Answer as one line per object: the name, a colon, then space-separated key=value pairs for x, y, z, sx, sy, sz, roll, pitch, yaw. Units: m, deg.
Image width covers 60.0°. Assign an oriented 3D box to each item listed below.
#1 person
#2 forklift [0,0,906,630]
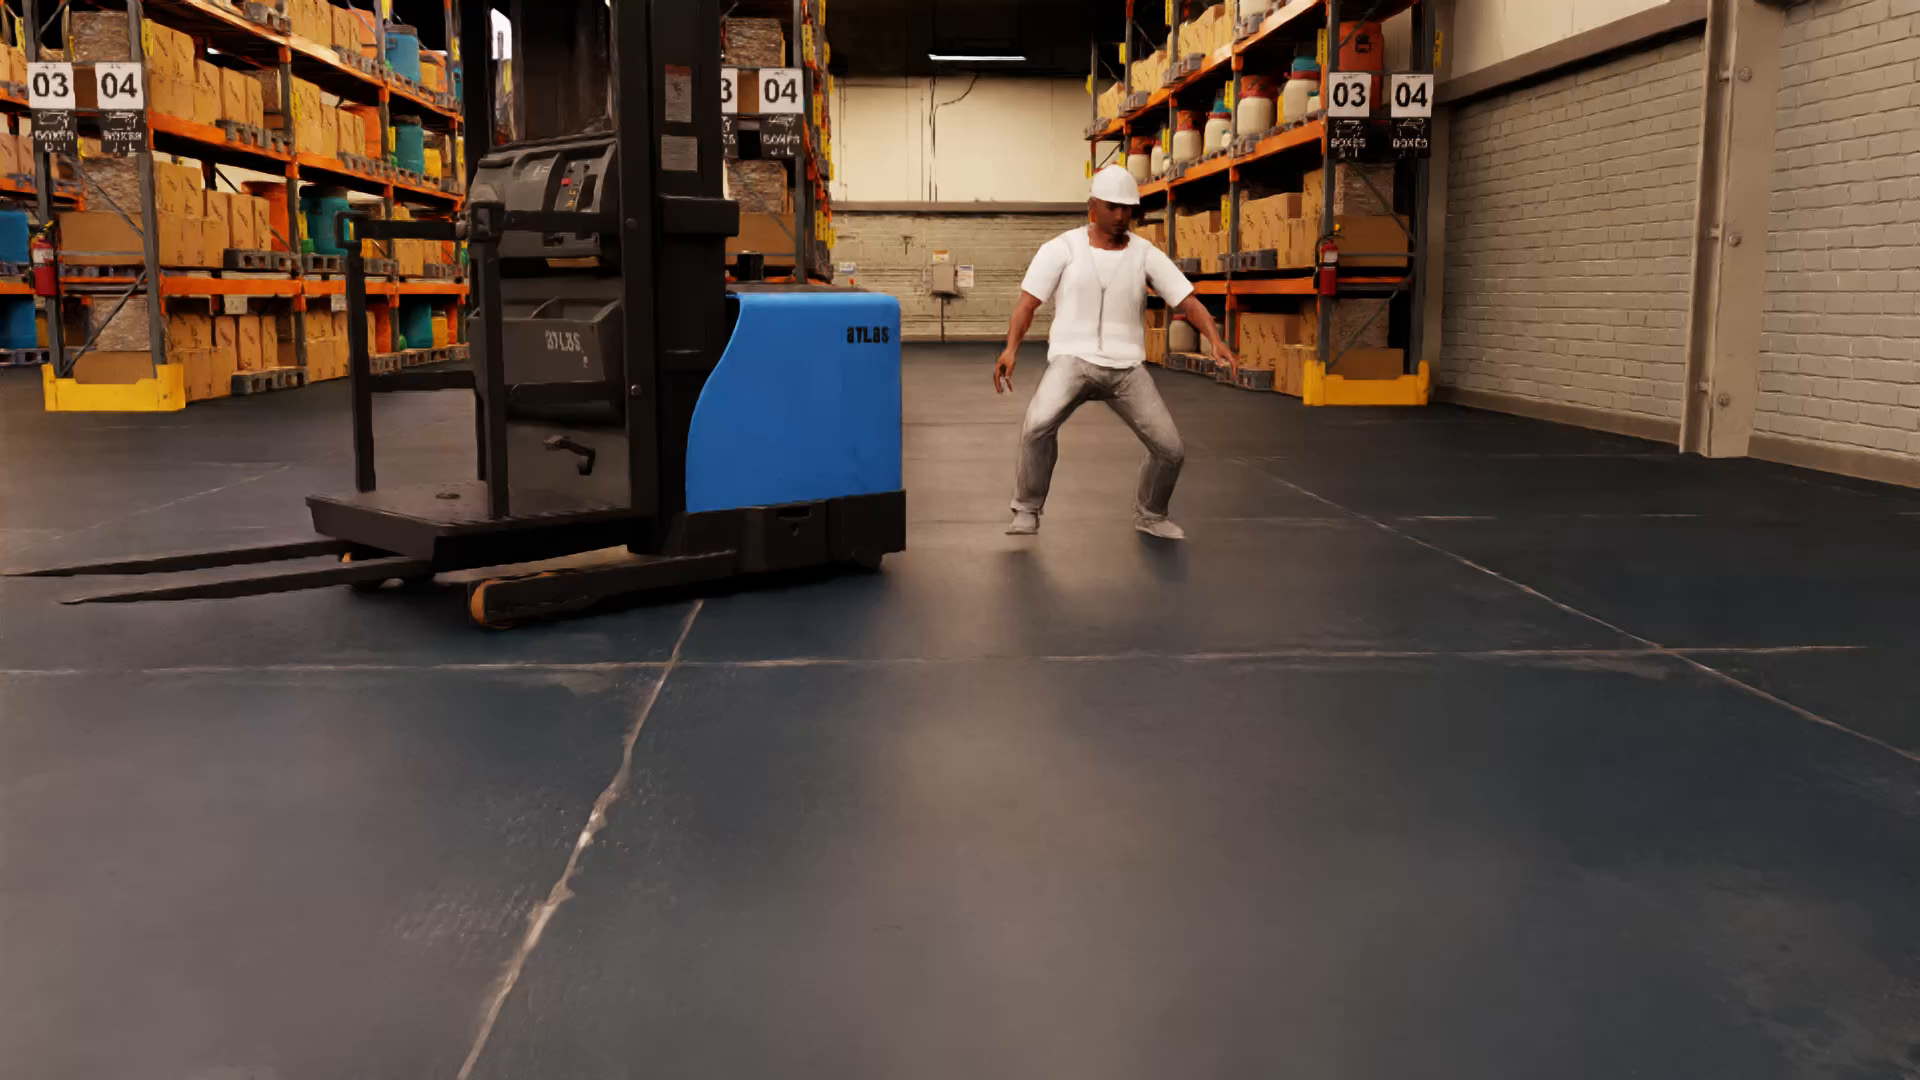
person: x=0.653 y=-0.783 z=7.155 sx=1.021 sy=1.631 sz=0.702 roll=0 pitch=8 yaw=-2
forklift: x=-1.631 y=-1.246 z=5.720 sx=3.031 sy=2.935 sz=1.130 roll=-8 pitch=12 yaw=-43
